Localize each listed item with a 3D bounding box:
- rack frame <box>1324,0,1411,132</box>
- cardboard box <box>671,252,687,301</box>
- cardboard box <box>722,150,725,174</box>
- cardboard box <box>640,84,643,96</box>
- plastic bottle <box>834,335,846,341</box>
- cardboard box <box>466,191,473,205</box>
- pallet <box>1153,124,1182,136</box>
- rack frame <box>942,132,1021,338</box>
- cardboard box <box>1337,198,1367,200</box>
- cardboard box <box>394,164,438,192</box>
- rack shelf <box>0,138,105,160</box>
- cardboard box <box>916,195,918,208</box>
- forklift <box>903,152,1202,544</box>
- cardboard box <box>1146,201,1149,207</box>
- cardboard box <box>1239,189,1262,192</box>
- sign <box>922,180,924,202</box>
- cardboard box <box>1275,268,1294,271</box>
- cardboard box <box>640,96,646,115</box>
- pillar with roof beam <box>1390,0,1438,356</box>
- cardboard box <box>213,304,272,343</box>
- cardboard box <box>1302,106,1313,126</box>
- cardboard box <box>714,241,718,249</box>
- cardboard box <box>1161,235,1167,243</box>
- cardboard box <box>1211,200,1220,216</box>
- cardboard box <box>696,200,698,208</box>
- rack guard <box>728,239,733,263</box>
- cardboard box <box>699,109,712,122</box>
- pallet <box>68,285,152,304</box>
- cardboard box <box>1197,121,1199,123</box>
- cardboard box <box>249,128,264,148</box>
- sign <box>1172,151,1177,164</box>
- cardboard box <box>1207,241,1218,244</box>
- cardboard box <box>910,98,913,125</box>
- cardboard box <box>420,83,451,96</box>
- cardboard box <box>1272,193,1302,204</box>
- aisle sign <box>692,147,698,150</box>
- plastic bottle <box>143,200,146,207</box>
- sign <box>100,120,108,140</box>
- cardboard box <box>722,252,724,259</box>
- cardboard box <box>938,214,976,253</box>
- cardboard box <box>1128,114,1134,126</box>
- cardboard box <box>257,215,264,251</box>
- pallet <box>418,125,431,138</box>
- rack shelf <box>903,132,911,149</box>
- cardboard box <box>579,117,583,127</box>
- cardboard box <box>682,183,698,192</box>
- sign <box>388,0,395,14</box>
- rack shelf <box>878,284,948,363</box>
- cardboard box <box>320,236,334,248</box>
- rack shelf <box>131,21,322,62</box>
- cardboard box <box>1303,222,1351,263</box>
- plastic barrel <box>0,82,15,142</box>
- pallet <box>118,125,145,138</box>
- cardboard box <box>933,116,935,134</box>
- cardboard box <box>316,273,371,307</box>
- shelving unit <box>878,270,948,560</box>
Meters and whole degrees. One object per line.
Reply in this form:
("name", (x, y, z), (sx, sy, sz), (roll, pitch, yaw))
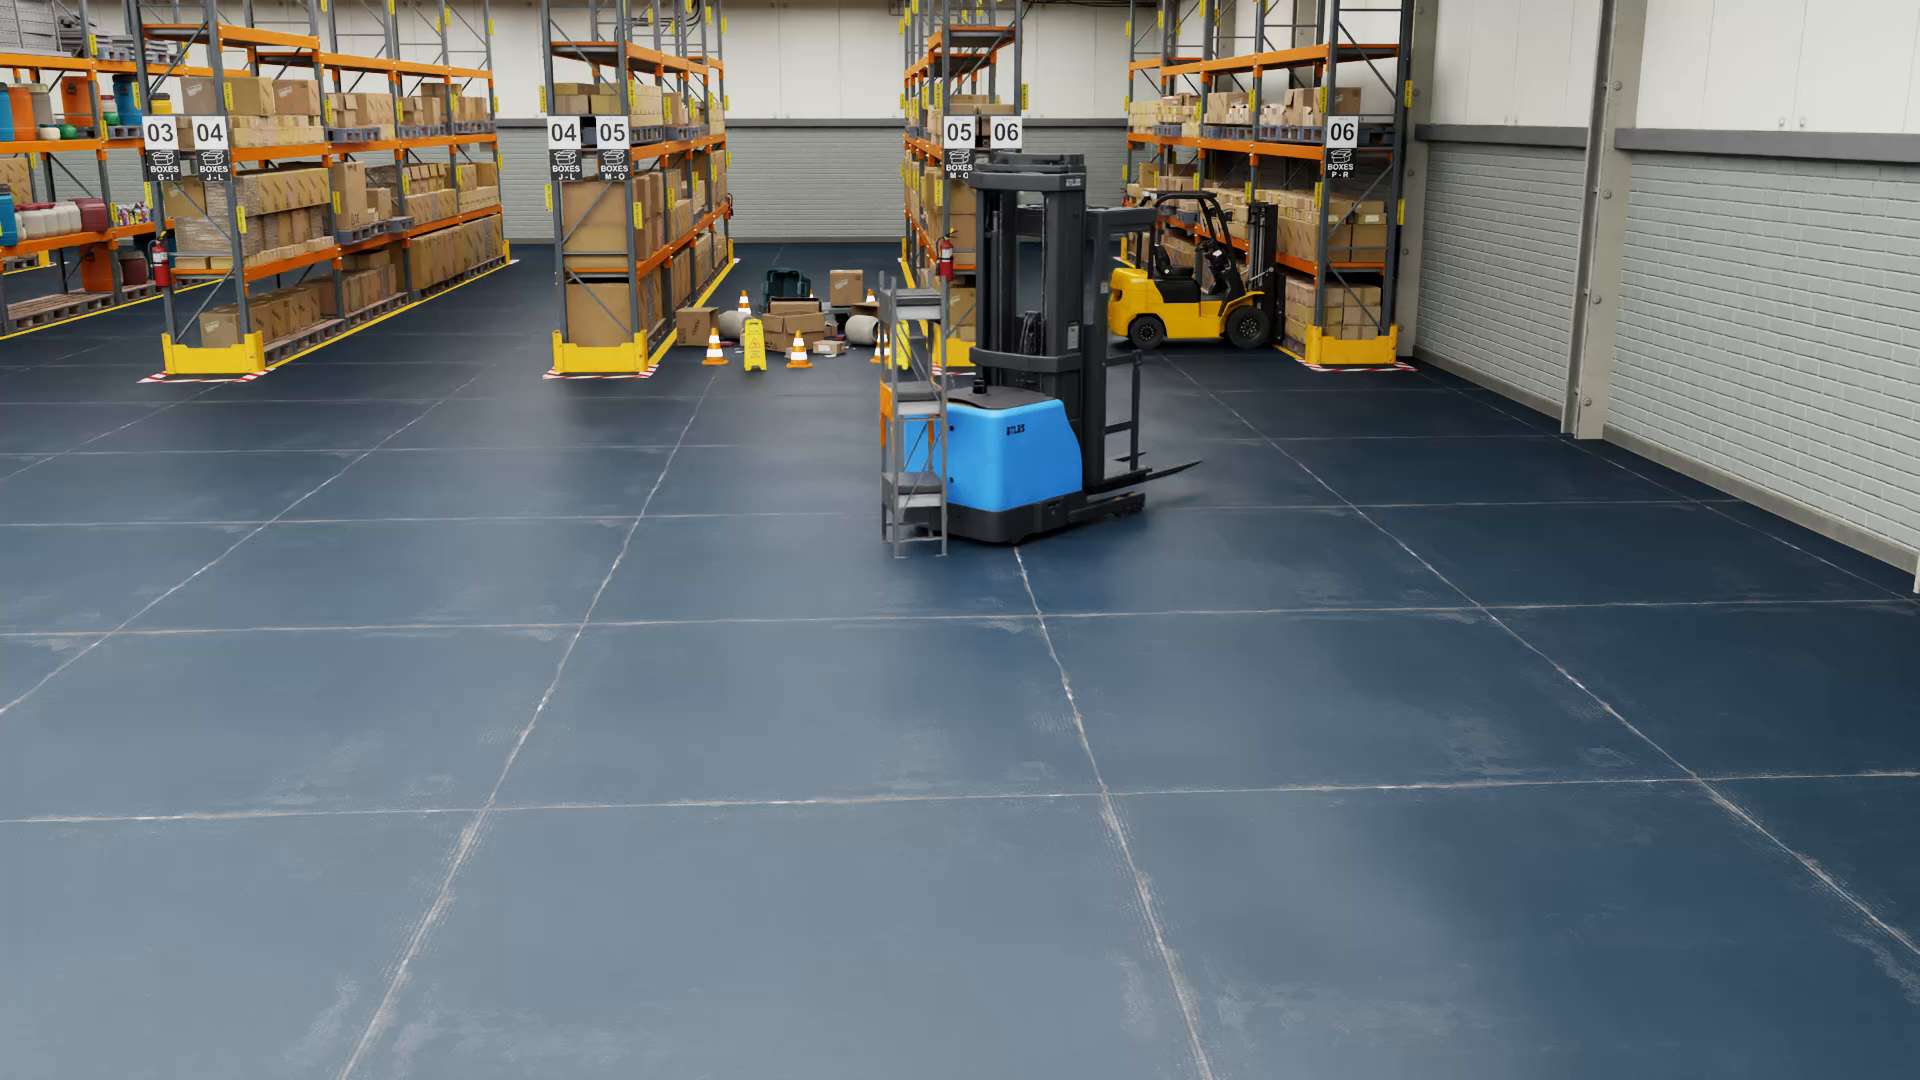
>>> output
("rack frame", (5.232, -6.750, 21.203), (1.000, 3.000, 0.127), (-1, 14, -3))
("cardboard box", (-5.146, -4.399, 27.777), (1.050, 0.750, 0.750), (-1, 14, -3))
("cardboard box", (-5.371, -8.212, 36.119), (0.500, 0.500, 0.500), (-1, 14, -5))
("cardboard box", (-4.421, -5.976, 22.073), (0.380, 0.149, 0.250), (-1, 14, -4))
("plastic bottle", (-1.761, -2.989, 24.522), (0.133, 0.061, 0.283), (2, 15, 6))
("cardboard box", (-10.150, -6.915, 33.587), (0.500, 0.250, 0.500), (-1, 14, -4))
("pallet", (4.459, -8.028, 32.565), (1.213, 0.211, 1.003), (-1, 14, -3))
("rack frame", (0.278, -3.768, 21.650), (1.000, 3.000, 0.127), (-1, 14, -3))
("cardboard box", (5.411, -4.631, 22.907), (0.380, 0.149, 0.250), (-1, 14, -3))
("cardboard box", (-10.277, -6.804, 31.236), (0.797, 0.503, 0.637), (-1, 14, -3))
("rack shelf", (-14.928, -6.135, 26.273), (1.077, 0.370, 4.000), (-1, 14, -3))
("cardboard box", (-0.536, -6.171, 30.287), (0.500, 0.250, 0.500), (-1, 14, -5))
("forklift", (0.903, -1.688, 13.704), (1.130, 2.935, 3.031), (13, 19, 40))
("cardboard box", (4.106, -7.041, 34.875), (0.380, 0.149, 0.250), (-1, 14, -4))
("cardboard box", (5.042, -5.991, 28.788), (0.380, 0.149, 0.250), (-1, 14, -3))
("sign", (-0.523, -5.314, 25.335), (0.100, 0.325, 0.005), (-1, 14, -3))
("cardboard box", (4.723, -3.943, 25.002), (0.500, 0.250, 0.500), (-1, 14, -3))
("cardboard box", (-4.494, -5.818, 22.258), (0.500, 0.250, 0.500), (-1, 14, -4))
("pillar with roof beam", (1.792, -6.871, 21.672), (9.100, 9.000, 0.400), (-1, 14, -3))
("cardboard box", (-9.706, -2.911, 22.494), (0.500, 0.500, 0.500), (3, 15, 11))
("cardboard box", (4.862, -5.749, 22.557), (0.396, 0.266, 0.258), (-1, 14, -3))
("cardboard box", (-5.210, -6.111, 34.441), (0.380, 0.149, 0.250), (-1, 14, -2))
("cardboard box", (4.245, -6.043, 33.366), (0.380, 0.149, 0.250), (0, 14, -1))
("cardboard box", (4.564, -5.635, 28.206), (0.500, 0.250, 0.500), (-1, 14, -5))
("cardboard box", (-5.077, -6.246, 30.944), (0.380, 0.149, 0.250), (-1, 14, -5))
("rack guard", (-5.643, -6.416, 36.958), (1.175, 0.500, 0.348), (-1, 14, -3))
("cardboard box", (-5.190, -8.396, 32.916), (0.500, 0.250, 0.500), (0, 14, -2))
("pallet", (-15.142, -4.373, 29.598), (1.003, 0.211, 1.213), (-1, 14, -3))
("cardboard box", (4.478, -7.557, 29.859), (0.380, 0.149, 0.250), (-1, 14, -5))
("cardboard box", (-9.423, -5.247, 21.679), (0.500, 0.250, 0.500), (-1, 14, -5))
("sign", (4.796, -8.542, 37.247), (0.100, 0.325, 0.005), (-1, 14, -3))
("cardboard box", (4.882, -5.597, 31.632), (0.380, 0.149, 0.250), (-1, 14, -3))
("cardboard box", (-0.700, -8.233, 31.941), (0.500, 0.500, 0.500), (-1, 14, -4))
("cardboard box", (-10.408, -8.949, 33.019), (0.500, 0.250, 0.500), (-2, 15, -7))
("cardboard box", (4.796, -5.006, 24.363), (0.380, 0.149, 0.250), (-1, 14, -4))
("aisle sign", (-5.951, -8.918, 36.449), (0.394, 0.787, 0.004), (-1, 14, -3))
("plastic bottle", (-15.599, -6.396, 31.964), (0.144, 0.351, 0.185), (-1, 14, -3))
("sign", (-14.503, -6.940, 28.170), (0.100, 0.325, 0.005), (-1, 14, -3))
("cardboard box", (-5.252, -6.087, 35.543), (0.380, 0.149, 0.250), (-2, 15, -6))
("cardboard box", (-0.030, -4.091, 22.108), (0.500, 0.500, 0.500), (-1, 14, -4))
("cardboard box", (3.996, -9.234, 36.579), (0.500, 0.250, 0.500), (-1, 14, -4))
("cardboard box", (-9.770, -4.067, 22.015), (0.875, 0.500, 0.500), (-1, 14, -3))
("pallet", (-10.273, -7.403, 30.137), (1.003, 0.211, 1.213), (0, 14, -1))
("rack shelf", (-0.589, -8.354, 34.898), (1.077, 0.370, 4.000), (-1, 14, -3))
("cardboard box", (-5.015, -5.326, 21.149), (0.380, 0.149, 0.250), (-1, 14, -4))
("cardboard box", (-5.100, -6.599, 31.123), (0.380, 0.149, 0.250), (-2, 15, -6))
("sign", (-9.567, -9.011, 27.956), (0.100, 0.325, 0.005), (-1, 14, -3))
("rack shelf", (-0.352, -1.607, 12.304), (0.431, 0.518, 0.480), (-3, 15, -13))
("cardboard box", (-9.554, -4.439, 24.762), (0.380, 0.149, 0.250), (-1, 14, -3))
("rack shelf", (-9.737, -6.667, 22.331), (1.077, 0.370, 4.000), (-1, 14, -3))
("cardboard box", (4.940, -4.012, 22.398), (0.500, 0.500, 0.500), (-1, 14, -5))
("plastic barrel", (-15.133, -6.677, 25.931), (0.600, 0.901, 0.708), (-1, 14, -3))
("pallet", (-15.080, -7.408, 30.159), (1.003, 0.211, 1.213), (-1, 14, -3))
("cardboard box", (-0.123, -5.794, 23.211), (0.500, 0.250, 0.500), (-1, 14, -3))
("cardboard box", (-9.923, -4.023, 26.776), (0.700, 0.500, 0.500), (-2, 15, -8))
("shelving unit", (-0.352, -0.942, 12.475), (0.431, 2.100, 0.503), (-3, 15, -13))
